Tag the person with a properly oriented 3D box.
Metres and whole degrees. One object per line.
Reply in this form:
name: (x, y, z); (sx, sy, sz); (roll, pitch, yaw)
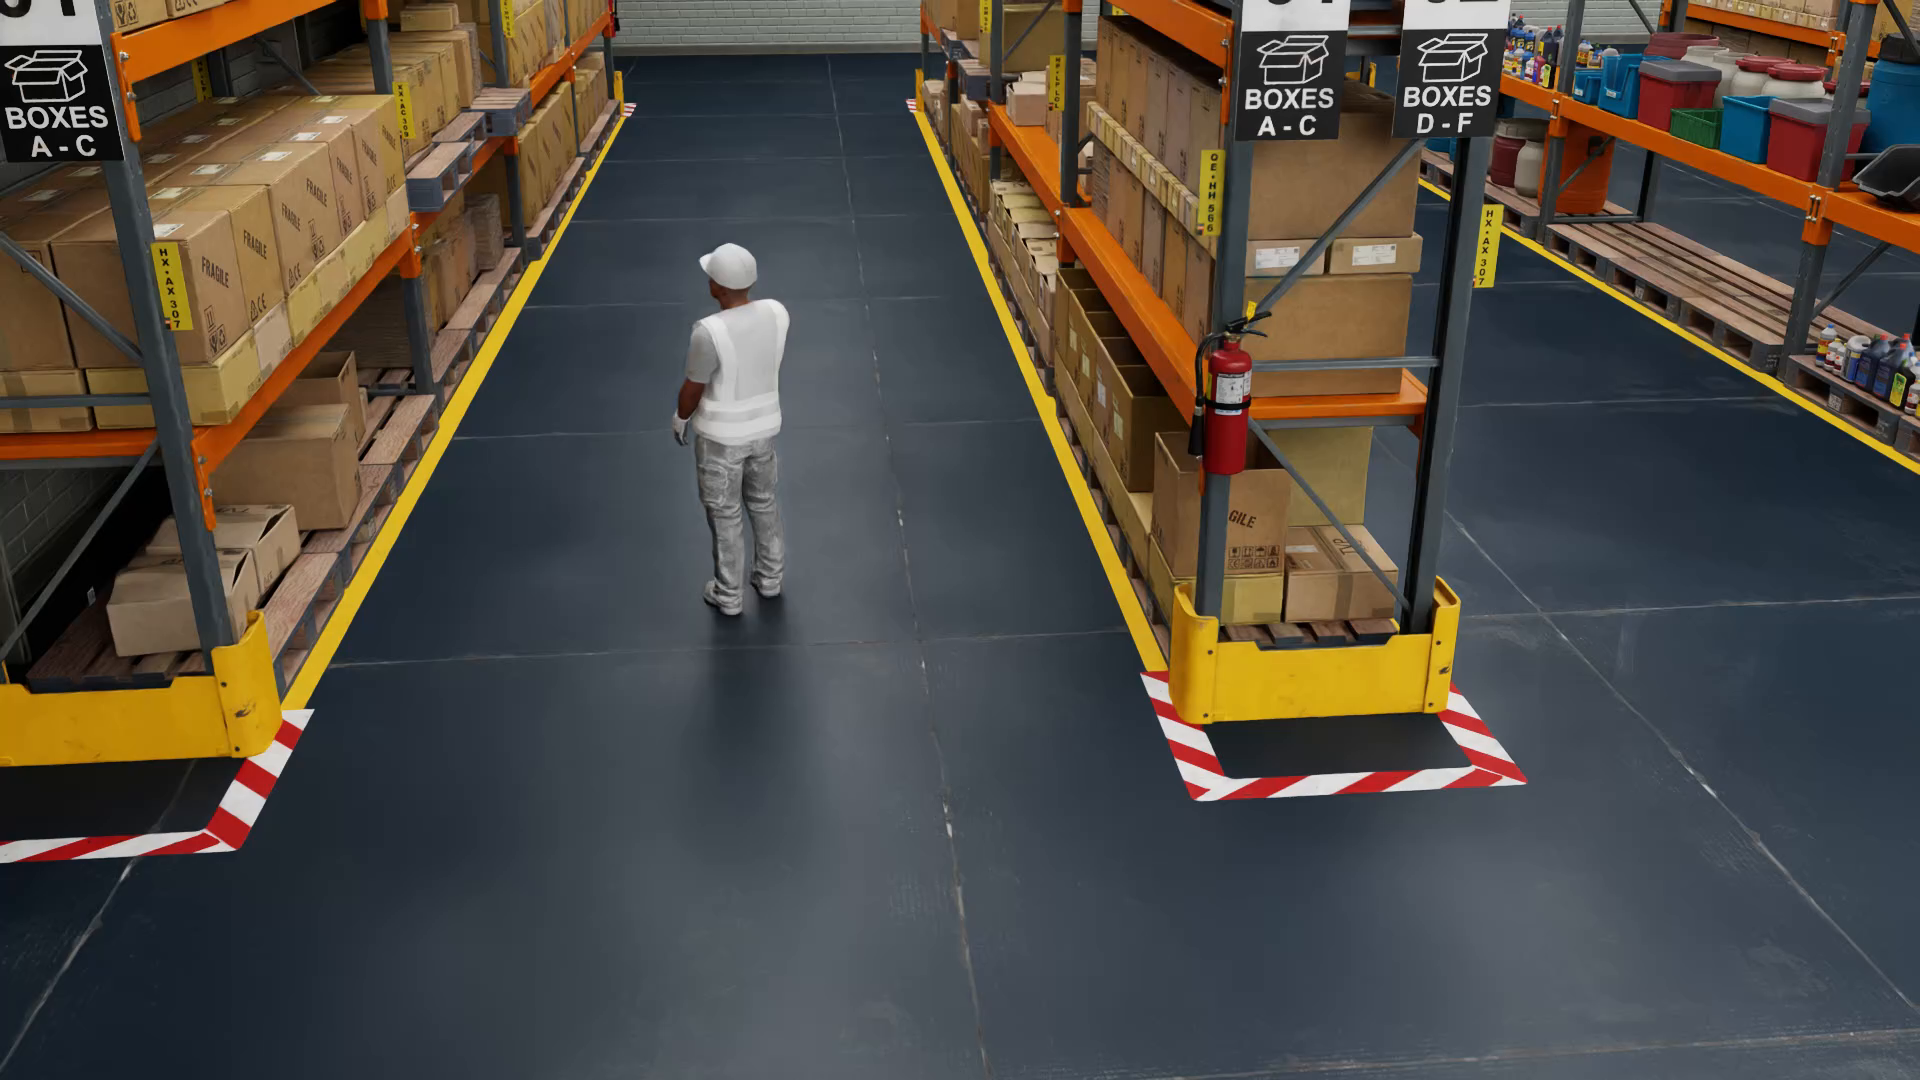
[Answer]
person: (-1.075, -0.529, 7.723); (0.432, 1.797, 0.568); (5, 24, 11)
